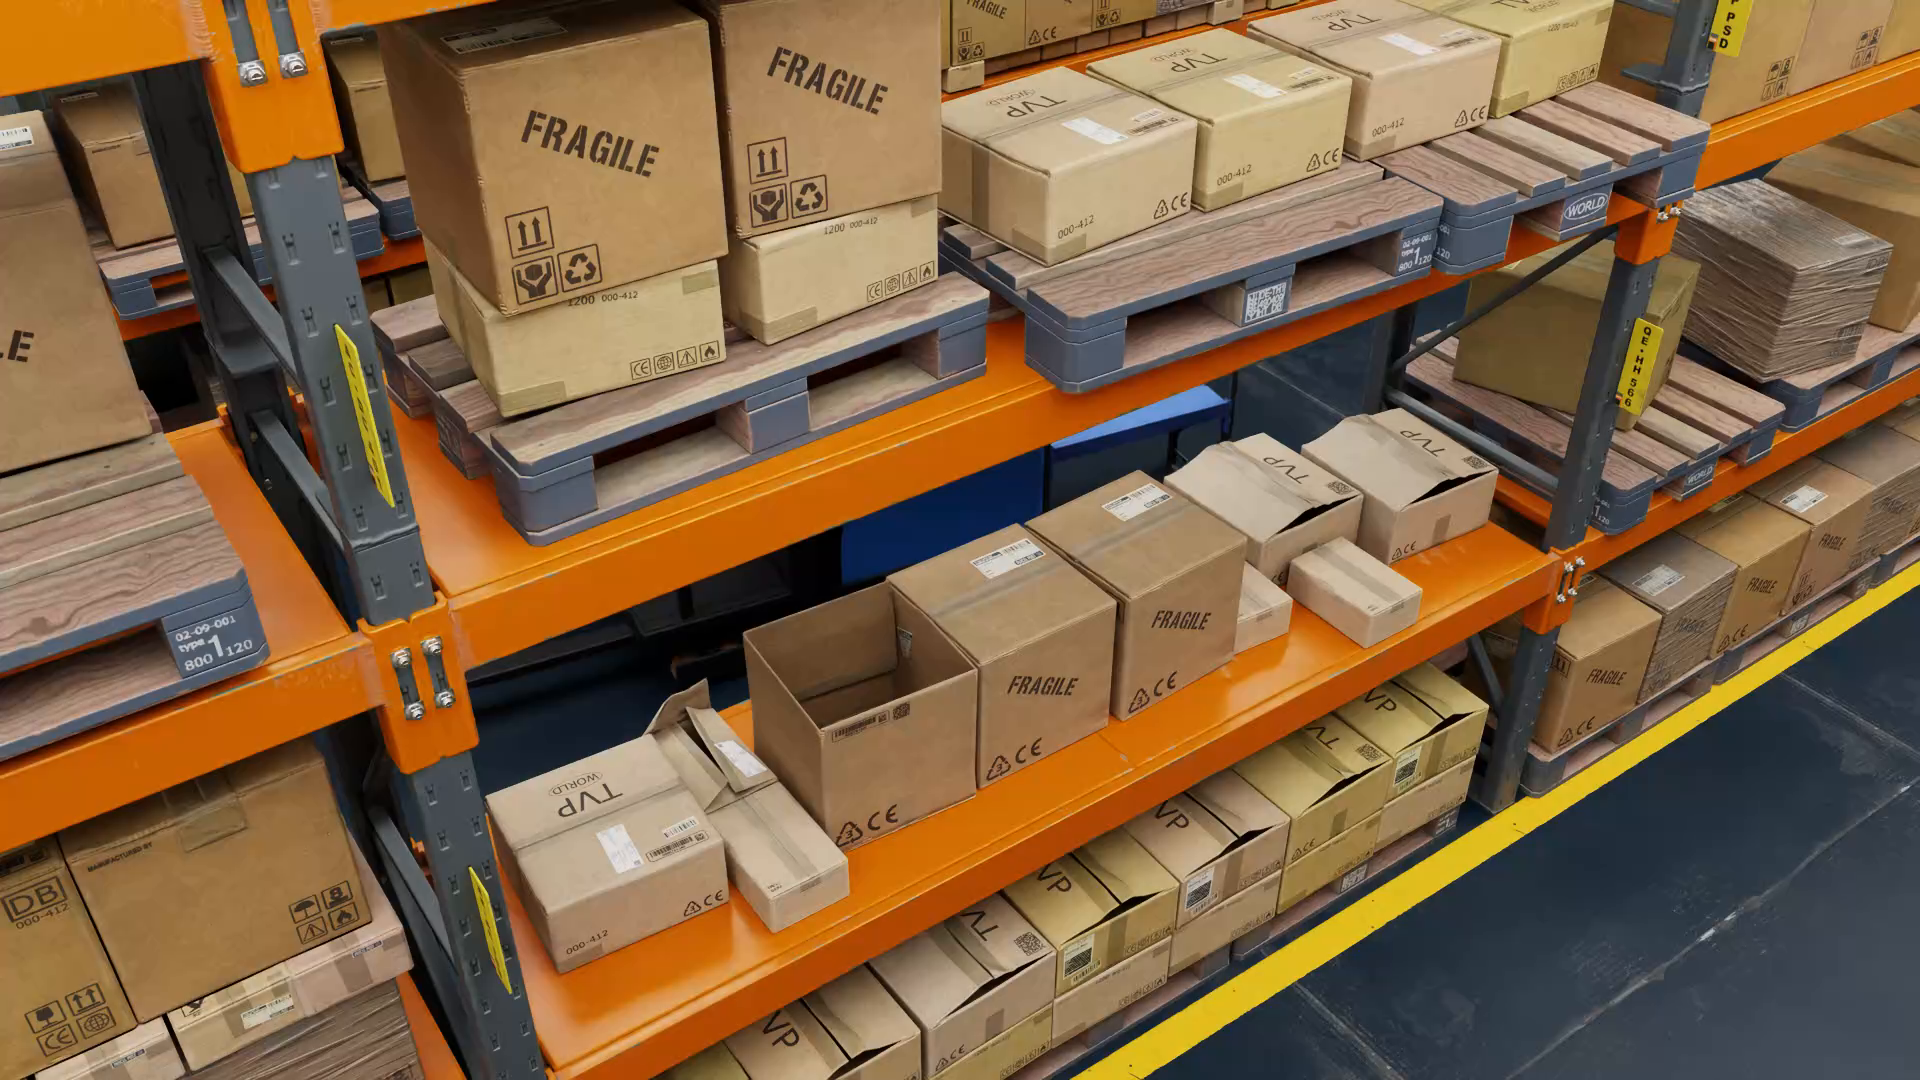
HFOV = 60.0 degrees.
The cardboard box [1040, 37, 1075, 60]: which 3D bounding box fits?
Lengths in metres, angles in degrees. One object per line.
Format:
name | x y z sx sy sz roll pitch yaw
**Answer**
cardboard box | 0.494 -3.078 10.158 0.250 0.149 0.380 -22 41 -27

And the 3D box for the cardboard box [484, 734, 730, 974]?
cardboard box | -0.980 0.858 4.617 0.500 0.250 0.500 -20 40 -25

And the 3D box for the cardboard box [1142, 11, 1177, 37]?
cardboard box | 1.148 -3.322 10.497 0.250 0.149 0.380 -24 42 -29

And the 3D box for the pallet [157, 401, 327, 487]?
pallet | -3.578 -0.510 8.779 1.213 0.211 1.003 -22 41 -28

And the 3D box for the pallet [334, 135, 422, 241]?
pallet | -2.539 -1.962 8.573 1.213 0.211 1.003 -22 41 -28

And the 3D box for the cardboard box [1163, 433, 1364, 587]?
cardboard box | 1.070 -0.118 5.921 0.500 0.311 0.500 -23 42 -28

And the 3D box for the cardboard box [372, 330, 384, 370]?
cardboard box | -3.228 -0.997 8.831 0.500 0.500 0.700 -23 42 -29

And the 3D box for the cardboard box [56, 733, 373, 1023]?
cardboard box | -1.716 0.568 3.694 0.500 0.500 0.700 -22 41 -28

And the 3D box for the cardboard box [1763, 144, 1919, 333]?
cardboard box | 3.774 -1.295 7.036 0.700 0.500 0.500 26 43 32

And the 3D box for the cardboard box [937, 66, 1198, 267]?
cardboard box | 0.241 -0.958 4.213 0.500 0.250 0.500 -26 43 -32

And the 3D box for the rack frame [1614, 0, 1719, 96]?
rack frame | 1.912 -2.798 4.433 0.127 3.000 1.000 -22 41 -28

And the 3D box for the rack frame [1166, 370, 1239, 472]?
rack frame | 1.216 -0.887 8.199 0.032 1.500 0.500 -16 39 -21

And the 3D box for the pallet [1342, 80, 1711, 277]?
pallet | 1.409 -1.232 4.987 1.003 0.211 1.213 -20 40 -26

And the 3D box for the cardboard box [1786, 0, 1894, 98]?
cardboard box | 2.667 -1.955 5.745 0.500 0.500 0.910 -22 41 -28

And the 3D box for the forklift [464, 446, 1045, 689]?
forklift | -1.154 -0.894 6.983 3.031 2.935 1.130 -16 39 -21

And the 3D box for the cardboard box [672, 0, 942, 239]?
cardboard box | -0.378 -1.040 3.684 0.500 0.500 0.500 -18 40 -24

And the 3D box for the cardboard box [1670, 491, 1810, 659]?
cardboard box | 3.287 0.112 7.289 0.500 0.500 0.500 -23 42 -28

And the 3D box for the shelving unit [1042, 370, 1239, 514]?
shelving unit | 0.758 -0.758 8.019 1.048 1.500 0.538 -16 39 -21

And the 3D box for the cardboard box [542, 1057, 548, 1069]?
cardboard box | -1.191 1.428 5.210 0.500 0.311 0.500 -22 41 -28

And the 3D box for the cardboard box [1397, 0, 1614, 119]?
cardboard box | 1.574 -1.510 4.981 0.500 0.250 0.500 -26 43 -31

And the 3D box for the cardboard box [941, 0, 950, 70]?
cardboard box | -0.400 -2.936 9.406 0.500 0.500 0.500 -21 41 -27

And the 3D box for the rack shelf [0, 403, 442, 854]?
rack shelf | -2.992 0.730 2.713 4.000 0.370 1.077 -22 41 -28

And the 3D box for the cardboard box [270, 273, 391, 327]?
cardboard box | -3.264 -1.253 8.546 0.500 0.250 0.500 -23 42 -29

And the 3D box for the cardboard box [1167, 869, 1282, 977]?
cardboard box | 0.791 1.220 5.980 0.500 0.250 0.500 -21 41 -27

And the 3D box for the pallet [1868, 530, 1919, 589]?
pallet | 4.539 -0.284 8.464 1.213 0.211 1.003 -22 41 -28

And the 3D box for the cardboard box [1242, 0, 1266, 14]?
cardboard box | 1.782 -3.566 10.838 0.250 0.149 0.380 -21 41 -27

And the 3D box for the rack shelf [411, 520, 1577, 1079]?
rack shelf | 0.278 0.602 5.459 4.000 0.370 1.077 -22 41 -28

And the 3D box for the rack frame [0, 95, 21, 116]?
rack frame | -4.214 -1.380 7.600 0.127 3.000 1.000 -22 41 -28

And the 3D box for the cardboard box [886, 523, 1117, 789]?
cardboard box | 0.120 0.346 5.114 0.500 0.500 0.500 -22 41 -28

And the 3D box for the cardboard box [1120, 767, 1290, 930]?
cardboard box | 0.791 0.996 5.811 0.500 0.311 0.500 -23 41 -28

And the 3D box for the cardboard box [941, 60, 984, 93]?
cardboard box | -0.065 -2.761 9.718 0.250 0.149 0.380 -21 41 -27

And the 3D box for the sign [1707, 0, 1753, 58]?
sign | 2.226 -1.554 4.763 0.005 0.325 0.100 -22 41 -28

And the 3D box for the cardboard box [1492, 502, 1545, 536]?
cardboard box | 2.585 -0.278 7.190 0.500 0.250 0.500 -21 41 -26

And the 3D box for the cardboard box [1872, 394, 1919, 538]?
cardboard box | 4.535 -0.407 8.010 0.500 0.500 0.500 -22 41 -28

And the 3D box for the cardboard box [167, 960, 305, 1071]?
cardboard box | -1.659 0.955 3.712 0.250 0.149 0.380 -23 42 -29

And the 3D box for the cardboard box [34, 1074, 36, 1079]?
cardboard box | -2.144 1.275 3.822 0.500 0.500 0.700 -23 42 -28

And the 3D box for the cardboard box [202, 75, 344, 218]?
cardboard box | -3.317 -1.938 7.914 0.500 0.500 0.700 -18 39 -23

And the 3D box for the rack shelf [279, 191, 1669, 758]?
rack shelf | 0.278 -0.615 4.584 4.000 0.370 1.077 -22 41 -28

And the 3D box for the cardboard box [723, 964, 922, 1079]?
cardboard box | -0.464 1.515 5.089 0.500 0.311 0.500 -23 42 -28

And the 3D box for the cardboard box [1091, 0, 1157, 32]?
cardboard box | 0.861 -3.453 10.125 0.500 0.500 0.500 -21 41 -27

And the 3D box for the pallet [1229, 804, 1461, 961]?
pallet | 1.217 1.028 6.640 1.213 0.211 1.003 -22 41 -28
